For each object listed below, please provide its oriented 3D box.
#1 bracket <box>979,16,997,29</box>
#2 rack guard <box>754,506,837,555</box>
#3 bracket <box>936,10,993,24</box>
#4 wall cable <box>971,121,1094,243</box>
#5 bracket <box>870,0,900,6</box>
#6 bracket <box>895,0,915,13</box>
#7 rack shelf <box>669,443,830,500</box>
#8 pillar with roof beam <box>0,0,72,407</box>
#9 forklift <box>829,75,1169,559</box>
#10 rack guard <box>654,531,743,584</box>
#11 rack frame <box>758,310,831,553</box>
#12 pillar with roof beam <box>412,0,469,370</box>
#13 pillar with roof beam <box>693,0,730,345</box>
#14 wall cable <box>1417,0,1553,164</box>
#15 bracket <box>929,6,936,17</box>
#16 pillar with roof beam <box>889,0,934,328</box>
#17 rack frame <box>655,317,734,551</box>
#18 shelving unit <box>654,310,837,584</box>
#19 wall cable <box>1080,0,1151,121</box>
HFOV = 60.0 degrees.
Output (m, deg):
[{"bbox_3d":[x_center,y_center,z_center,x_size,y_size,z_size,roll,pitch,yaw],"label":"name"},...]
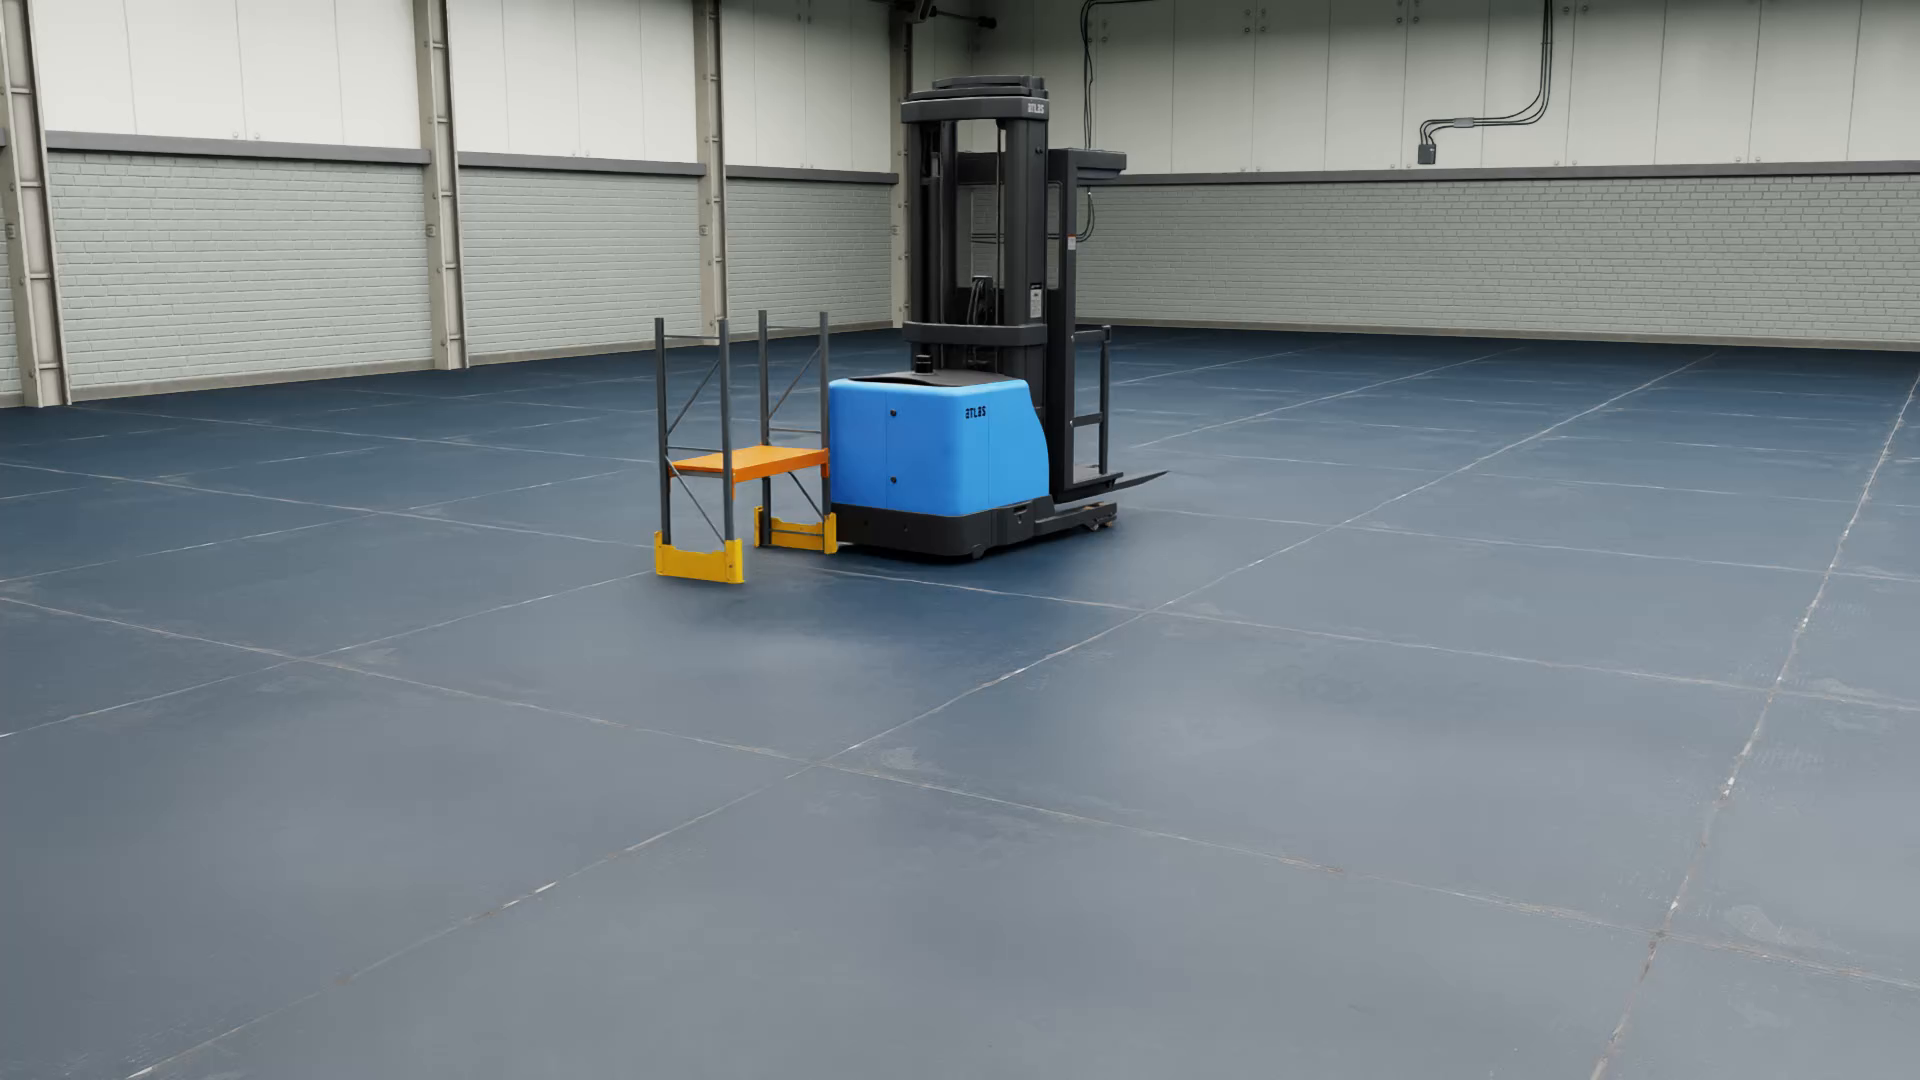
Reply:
[{"bbox_3d":[0.574,-10.983,35.297,0.235,0.232,0.430,6,12,31],"label":"bracket"},{"bbox_3d":[-1.044,-0.063,10.525,0.587,0.250,0.087,6,12,28],"label":"rack guard"},{"bbox_3d":[0.268,-10.890,34.801,0.076,0.066,3.189,6,12,31],"label":"bracket"},{"bbox_3d":[1.485,-7.620,35.555,3.097,2.526,0.112,6,12,31],"label":"wall cable"},{"bbox_3d":[-2.425,-10.074,30.444,0.076,0.066,4.783,6,12,31],"label":"bracket"},{"bbox_3d":[-1.087,-10.479,32.609,0.235,0.232,0.430,6,12,31],"label":"bracket"},{"bbox_3d":[-1.278,-0.421,10.021,0.538,0.185,1.000,6,12,28],"label":"rack shelf"},{"bbox_3d":[-6.841,-5.567,16.152,9.100,9.000,0.400,6,12,31],"label":"pillar with roof beam"},{"bbox_3d":[0.418,-1.550,11.181,1.130,2.935,3.031,7,13,35],"label":"forklift"},{"bbox_3d":[-1.522,0.098,9.666,0.587,0.250,0.087,6,12,28],"label":"rack guard"},{"bbox_3d":[-1.035,-0.680,10.427,0.500,1.500,0.032,6,12,28],"label":"rack frame"},{"bbox_3d":[-3.726,-6.511,21.192,9.100,9.000,0.400,6,12,31],"label":"pillar with roof beam"},{"bbox_3d":[-0.611,-7.454,26.232,9.100,9.000,0.400,6,12,31],"label":"pillar with roof beam"},{"bbox_3d":[9.590,-9.909,30.099,2.305,6.003,0.169,6,12,31],"label":"wall cable"},{"bbox_3d":[-0.656,-10.610,33.306,0.235,0.232,0.430,6,12,31],"label":"bracket"},{"bbox_3d":[2.504,-8.398,31.273,9.100,9.000,0.548,6,12,31],"label":"pillar with roof beam"},{"bbox_3d":[-1.522,-0.516,9.550,0.500,1.500,0.032,6,12,28],"label":"rack frame"},{"bbox_3d":[-1.283,-0.597,9.981,0.587,1.500,1.083,6,12,28],"label":"shelving unit"},{"bbox_3d":[3.797,-9.844,33.710,3.097,2.526,0.112,6,12,31],"label":"wall cable"}]
